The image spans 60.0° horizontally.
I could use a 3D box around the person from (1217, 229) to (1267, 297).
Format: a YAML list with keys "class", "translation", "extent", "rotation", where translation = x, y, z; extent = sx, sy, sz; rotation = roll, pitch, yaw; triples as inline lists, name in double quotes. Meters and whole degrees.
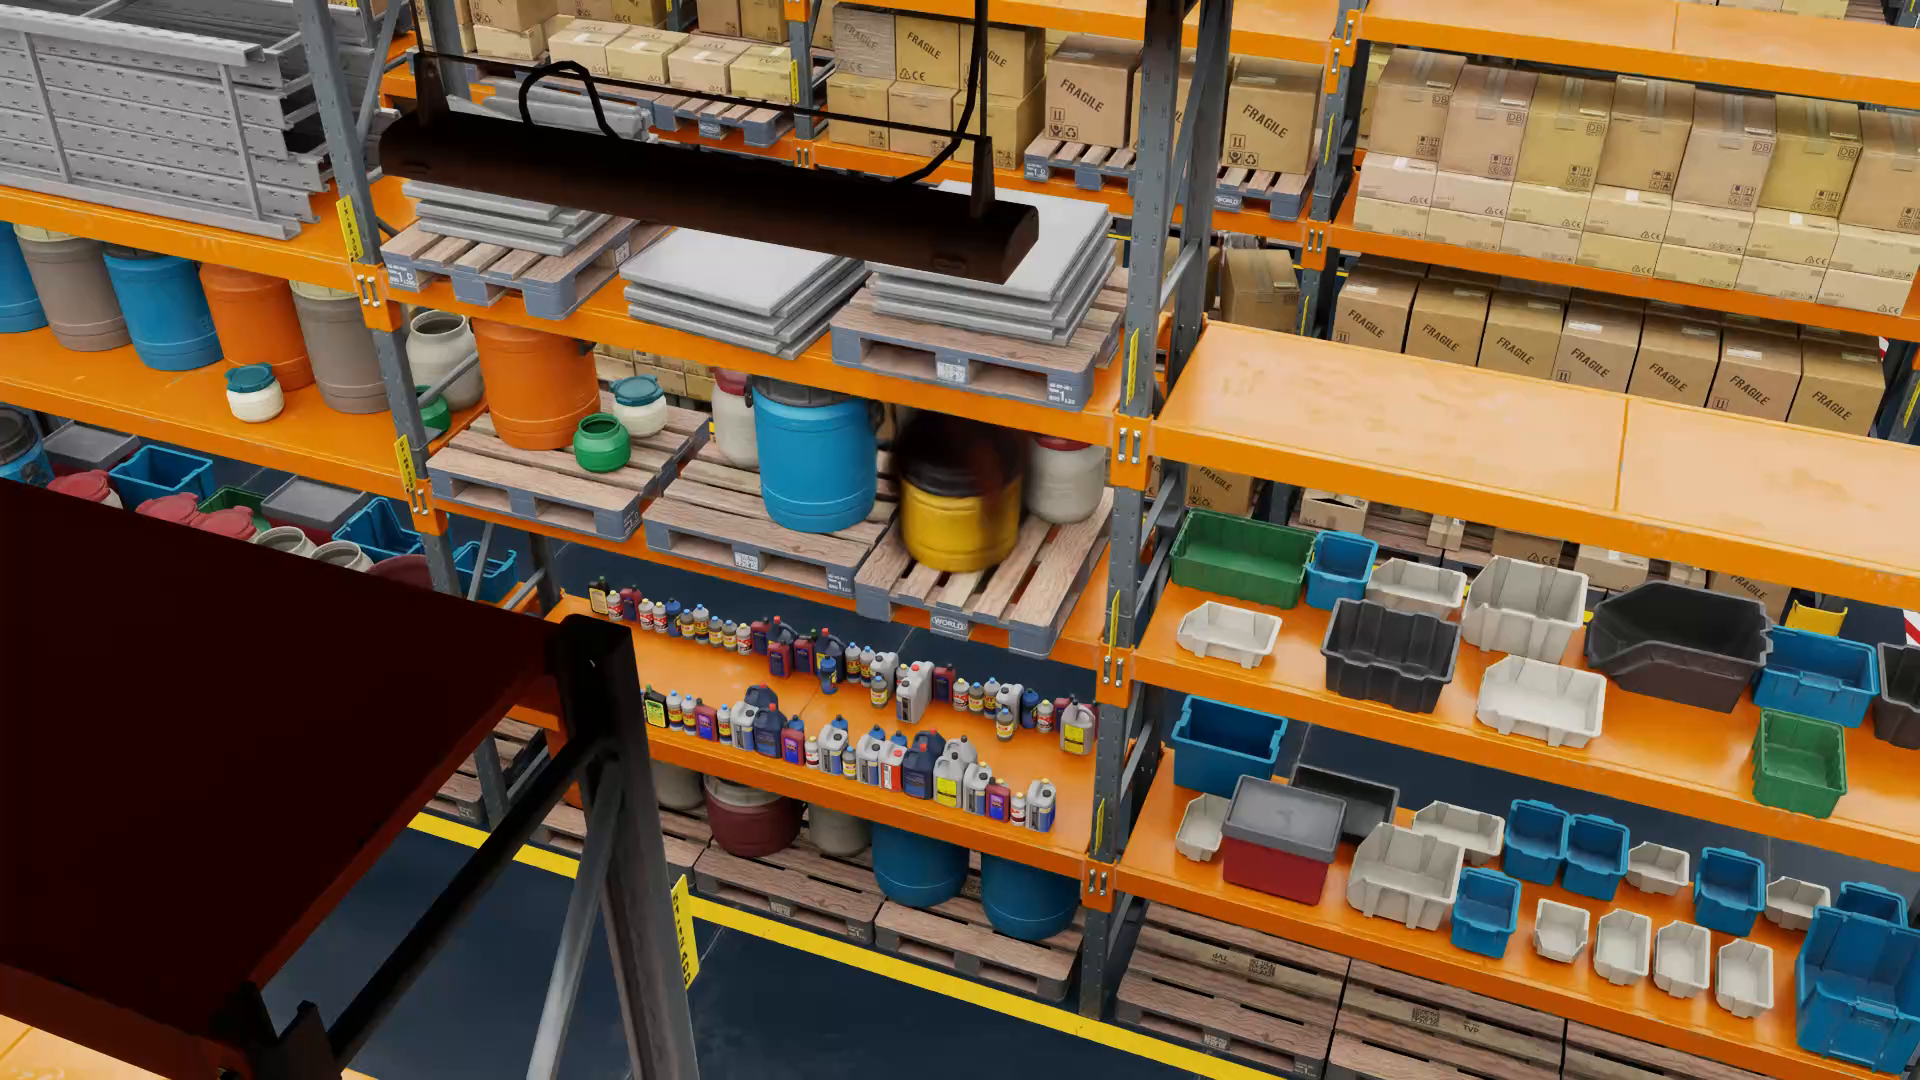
- class: "person"
  translation: [2.595, -2.527, 15.400]
  extent: [0.492, 1.723, 0.462]
  rotation: [-17, 40, -22]
